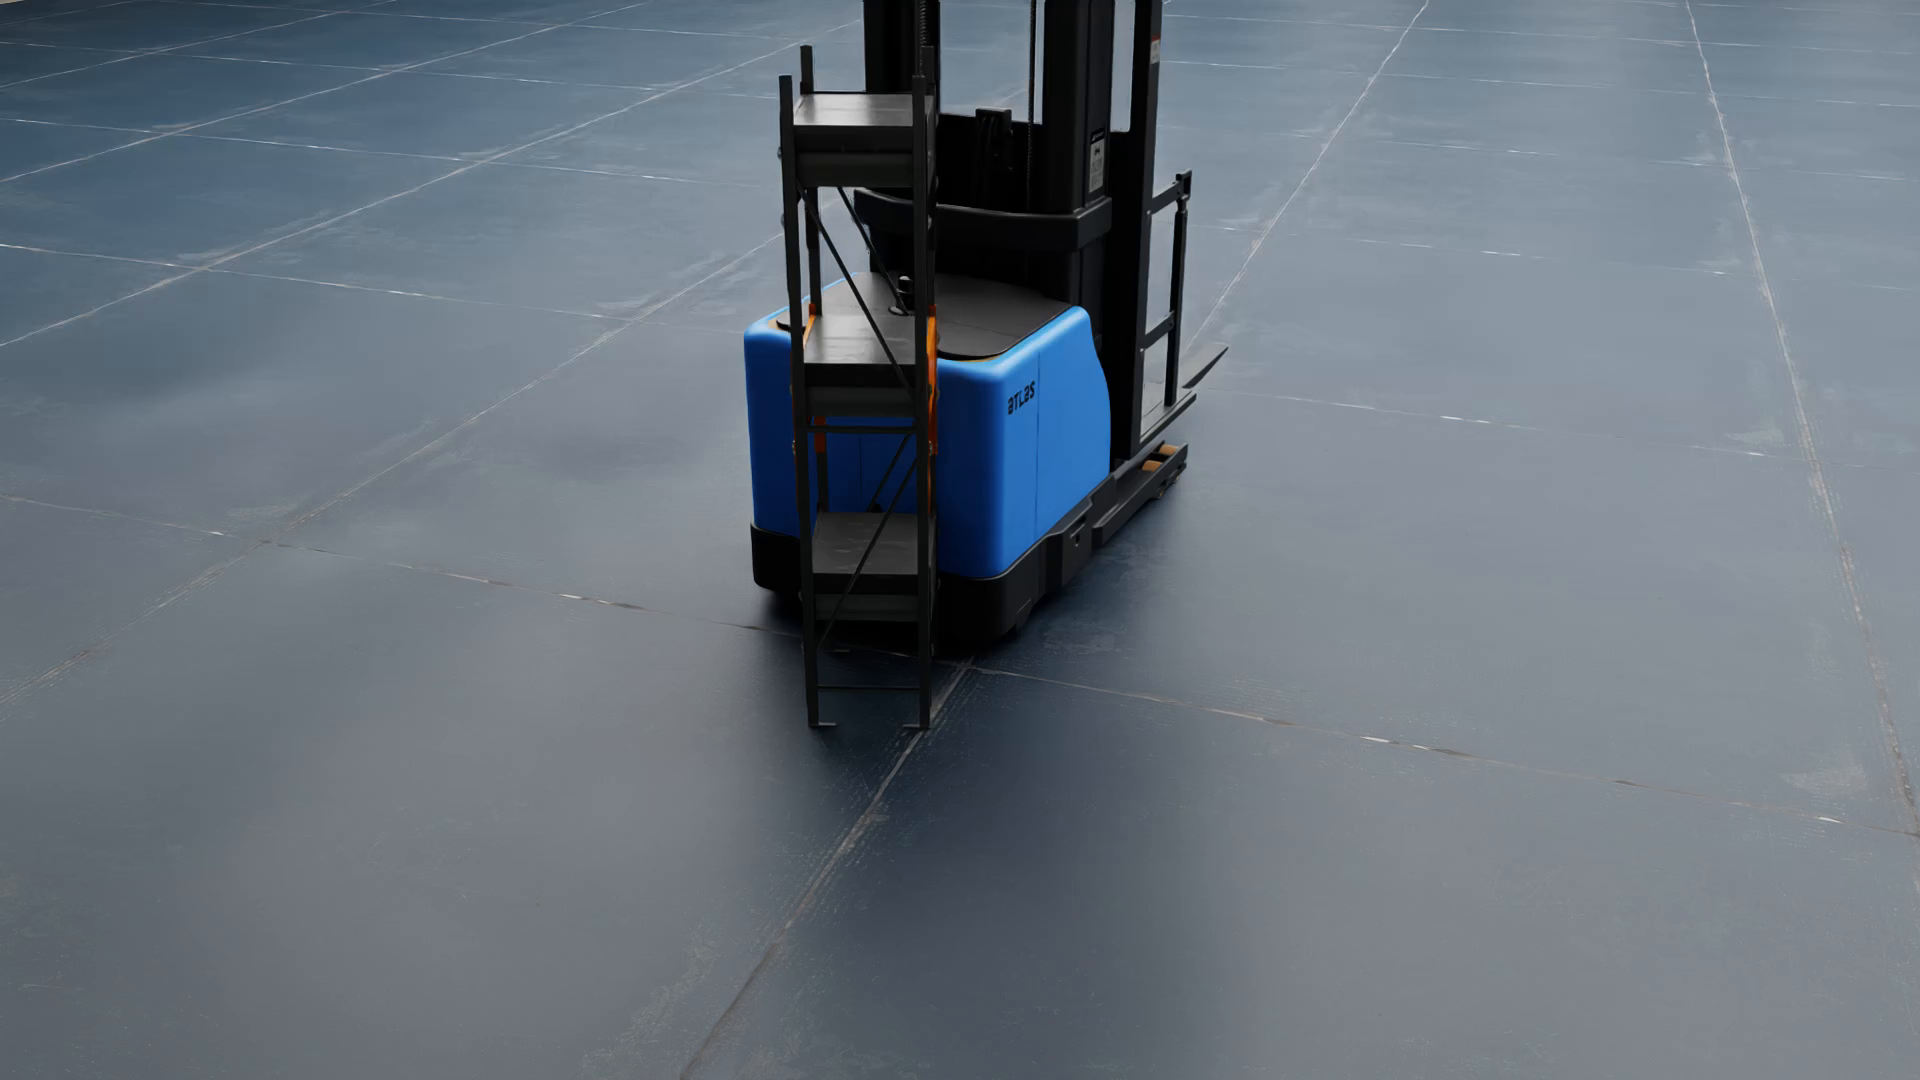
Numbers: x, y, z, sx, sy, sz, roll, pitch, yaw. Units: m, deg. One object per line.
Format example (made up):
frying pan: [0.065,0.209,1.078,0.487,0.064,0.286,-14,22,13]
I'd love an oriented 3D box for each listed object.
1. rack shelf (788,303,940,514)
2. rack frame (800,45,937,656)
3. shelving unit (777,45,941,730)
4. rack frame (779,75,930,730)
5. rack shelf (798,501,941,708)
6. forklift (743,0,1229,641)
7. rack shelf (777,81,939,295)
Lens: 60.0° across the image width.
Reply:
rack shelf: [-0.289,-0.421,5.241,0.431,0.518,0.480,1,26,2]
rack frame: [-0.281,-0.540,5.455,0.400,2.100,0.015,1,26,2]
shelving unit: [-0.289,-0.434,5.235,0.431,2.100,0.503,1,26,2]
rack frame: [-0.298,-0.327,5.016,0.400,2.100,0.015,1,26,2]
rack shelf: [-0.290,0.209,5.547,0.431,0.518,0.480,1,26,2]
forklift: [0.342,-1.575,6.639,1.130,2.935,3.031,13,29,24]
rack shelf: [-0.289,-1.051,4.936,0.431,0.518,0.480,1,26,2]
